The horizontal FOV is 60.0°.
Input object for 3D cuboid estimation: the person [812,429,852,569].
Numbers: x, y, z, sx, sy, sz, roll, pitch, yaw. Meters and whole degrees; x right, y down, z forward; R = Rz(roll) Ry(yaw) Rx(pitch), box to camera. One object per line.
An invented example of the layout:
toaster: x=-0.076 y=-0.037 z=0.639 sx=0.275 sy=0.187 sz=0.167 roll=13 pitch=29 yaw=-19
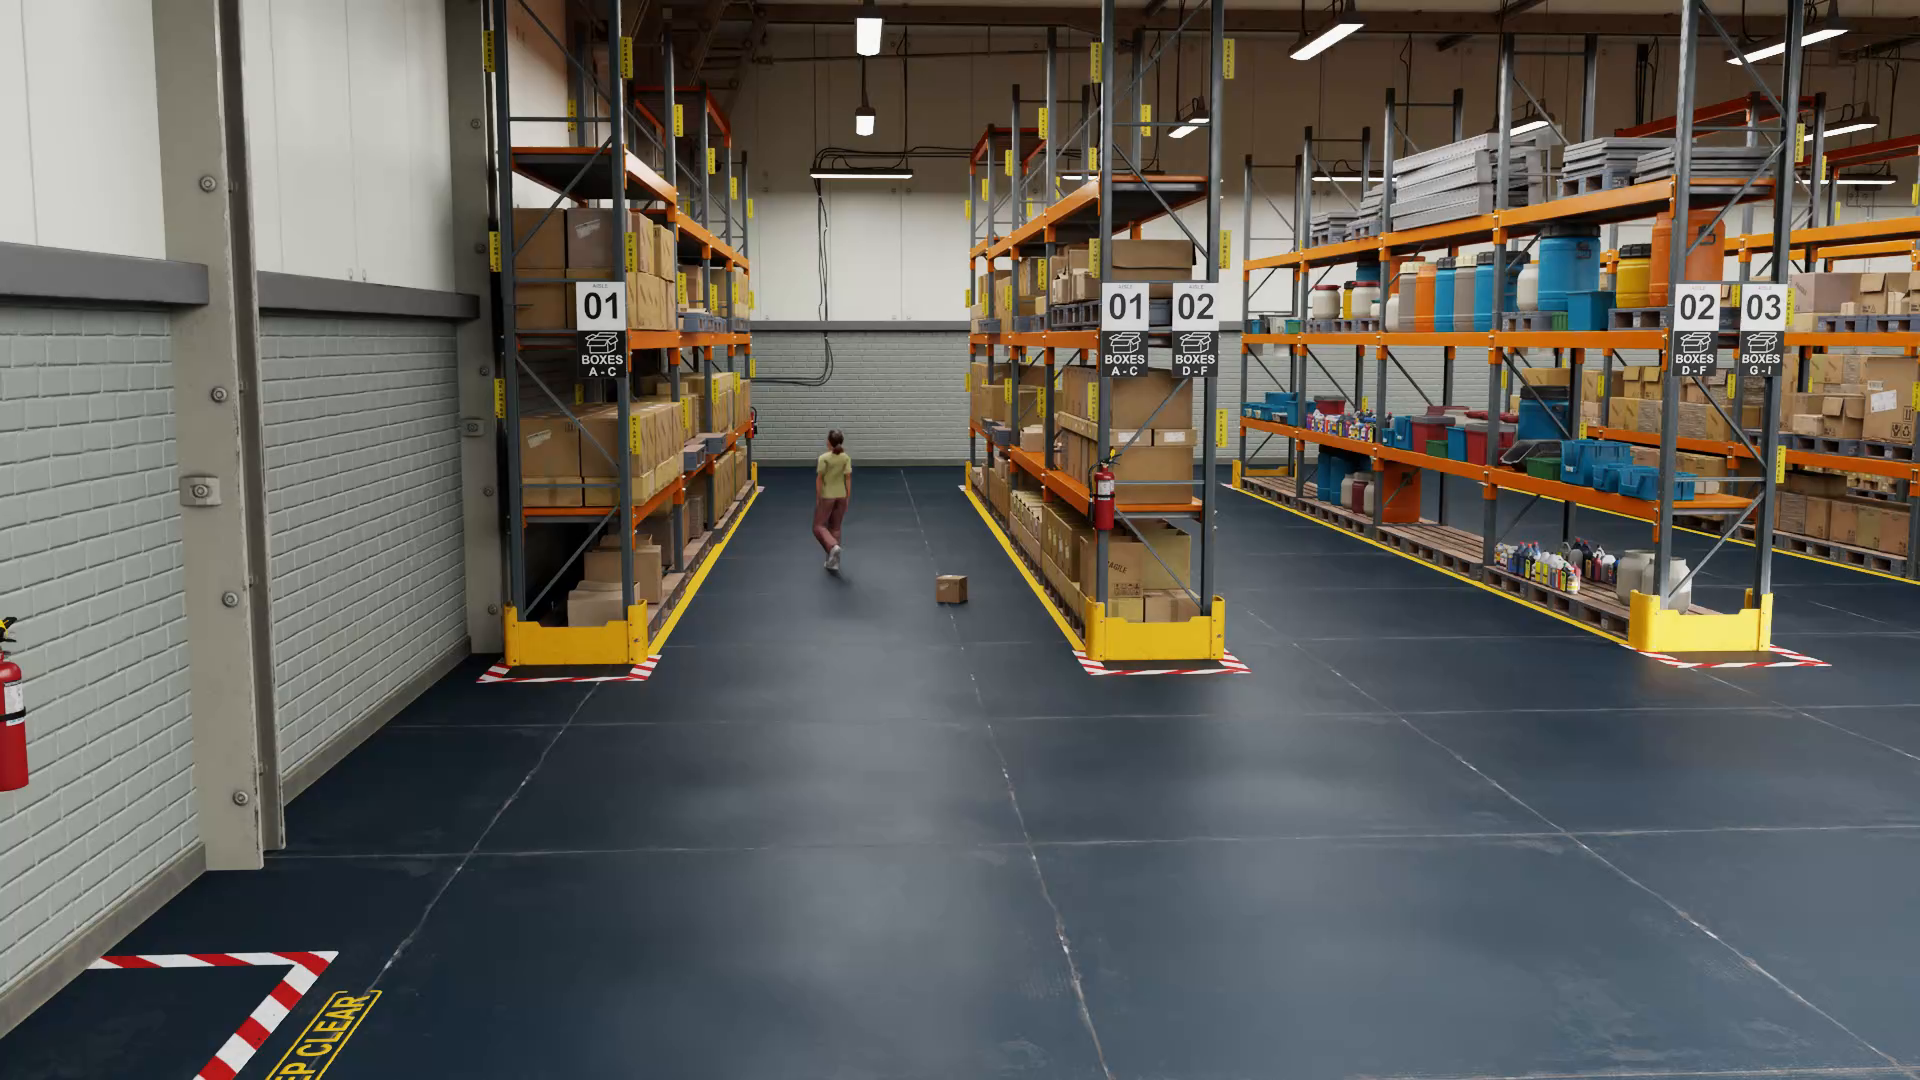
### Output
person: x=-1.479 y=-0.465 z=19.453 sx=0.443 sy=1.652 sz=0.660 roll=-4 pitch=8 yaw=-28
